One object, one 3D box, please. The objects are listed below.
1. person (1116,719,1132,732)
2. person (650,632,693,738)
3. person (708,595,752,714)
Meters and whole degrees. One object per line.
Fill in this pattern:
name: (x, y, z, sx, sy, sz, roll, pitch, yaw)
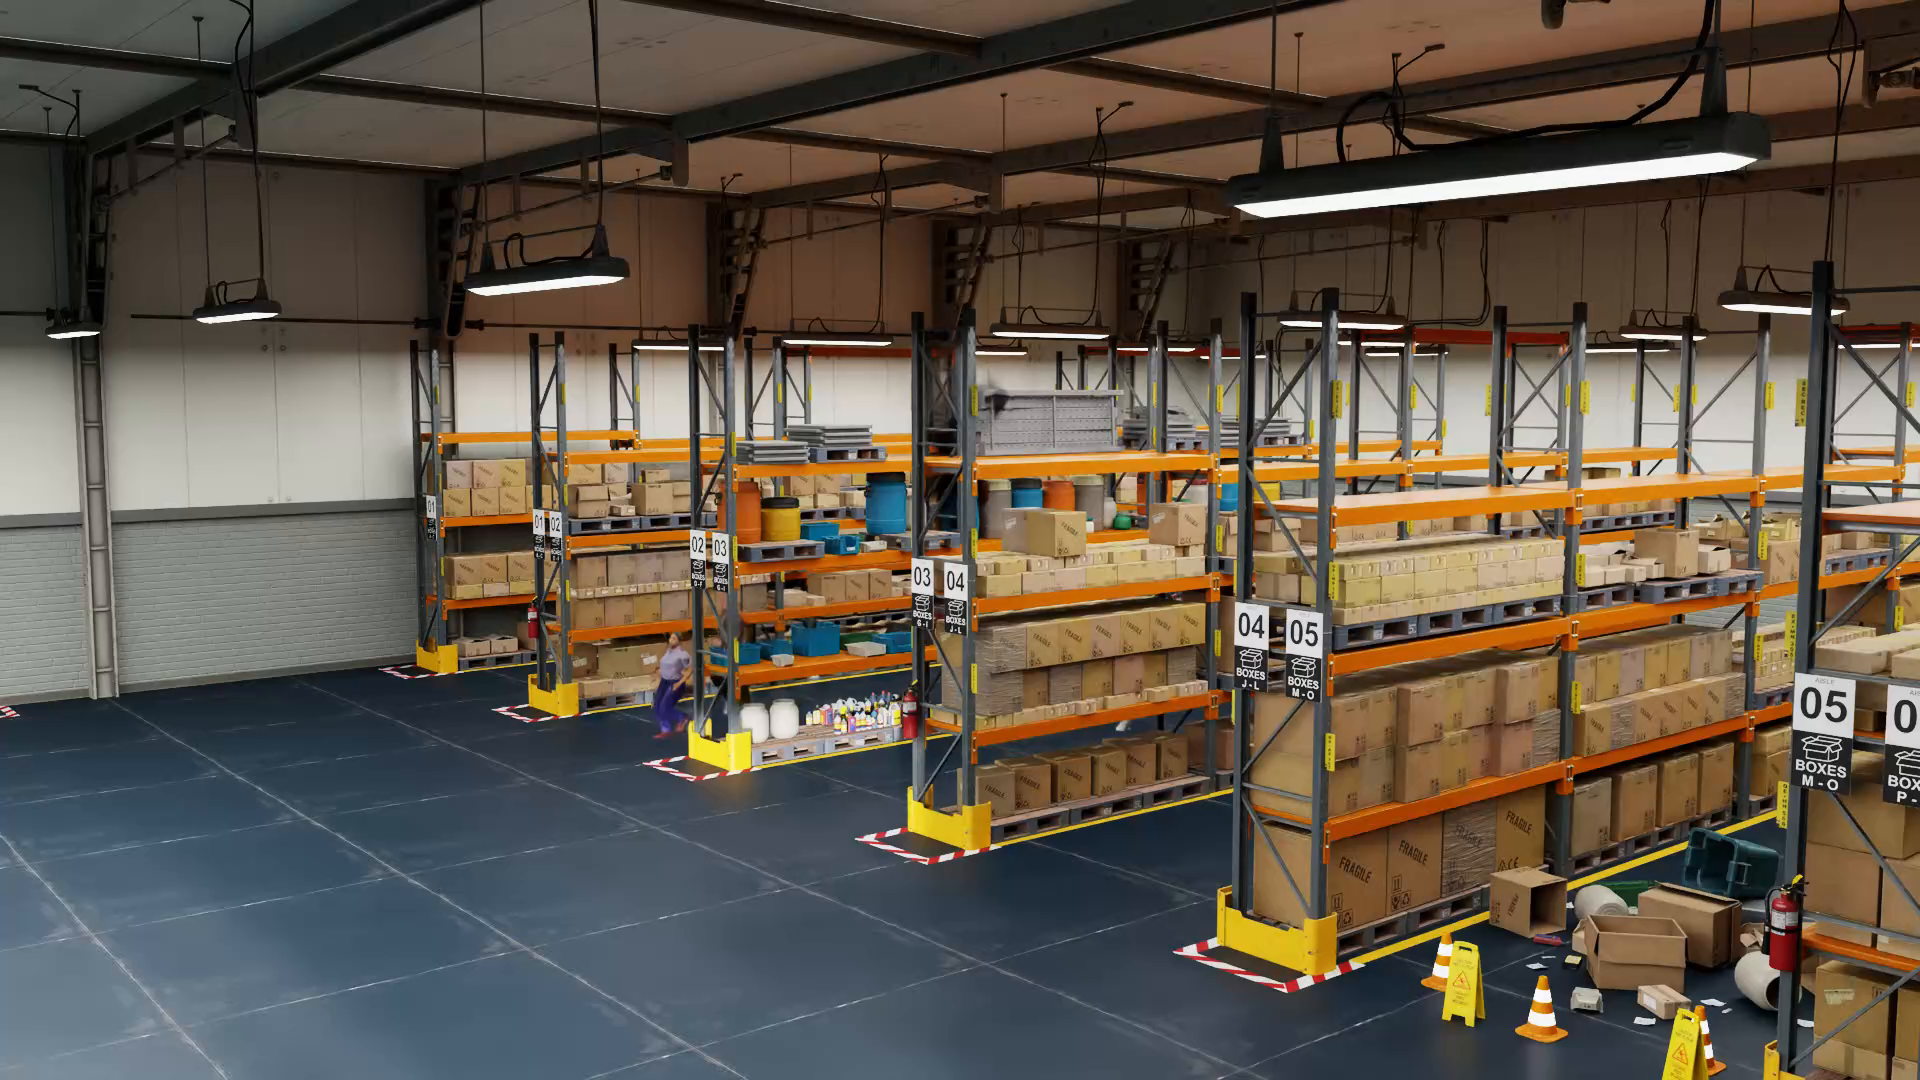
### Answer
person: (2.411, 1.825, 23.570, 0.726, 1.744, 0.702, 4, 6, 33)
person: (-4.145, 2.112, 23.997, 0.532, 1.576, 0.654, -5, 7, -44)
person: (-3.450, 1.761, 24.806, 0.782, 1.720, 0.680, -5, 7, -42)
